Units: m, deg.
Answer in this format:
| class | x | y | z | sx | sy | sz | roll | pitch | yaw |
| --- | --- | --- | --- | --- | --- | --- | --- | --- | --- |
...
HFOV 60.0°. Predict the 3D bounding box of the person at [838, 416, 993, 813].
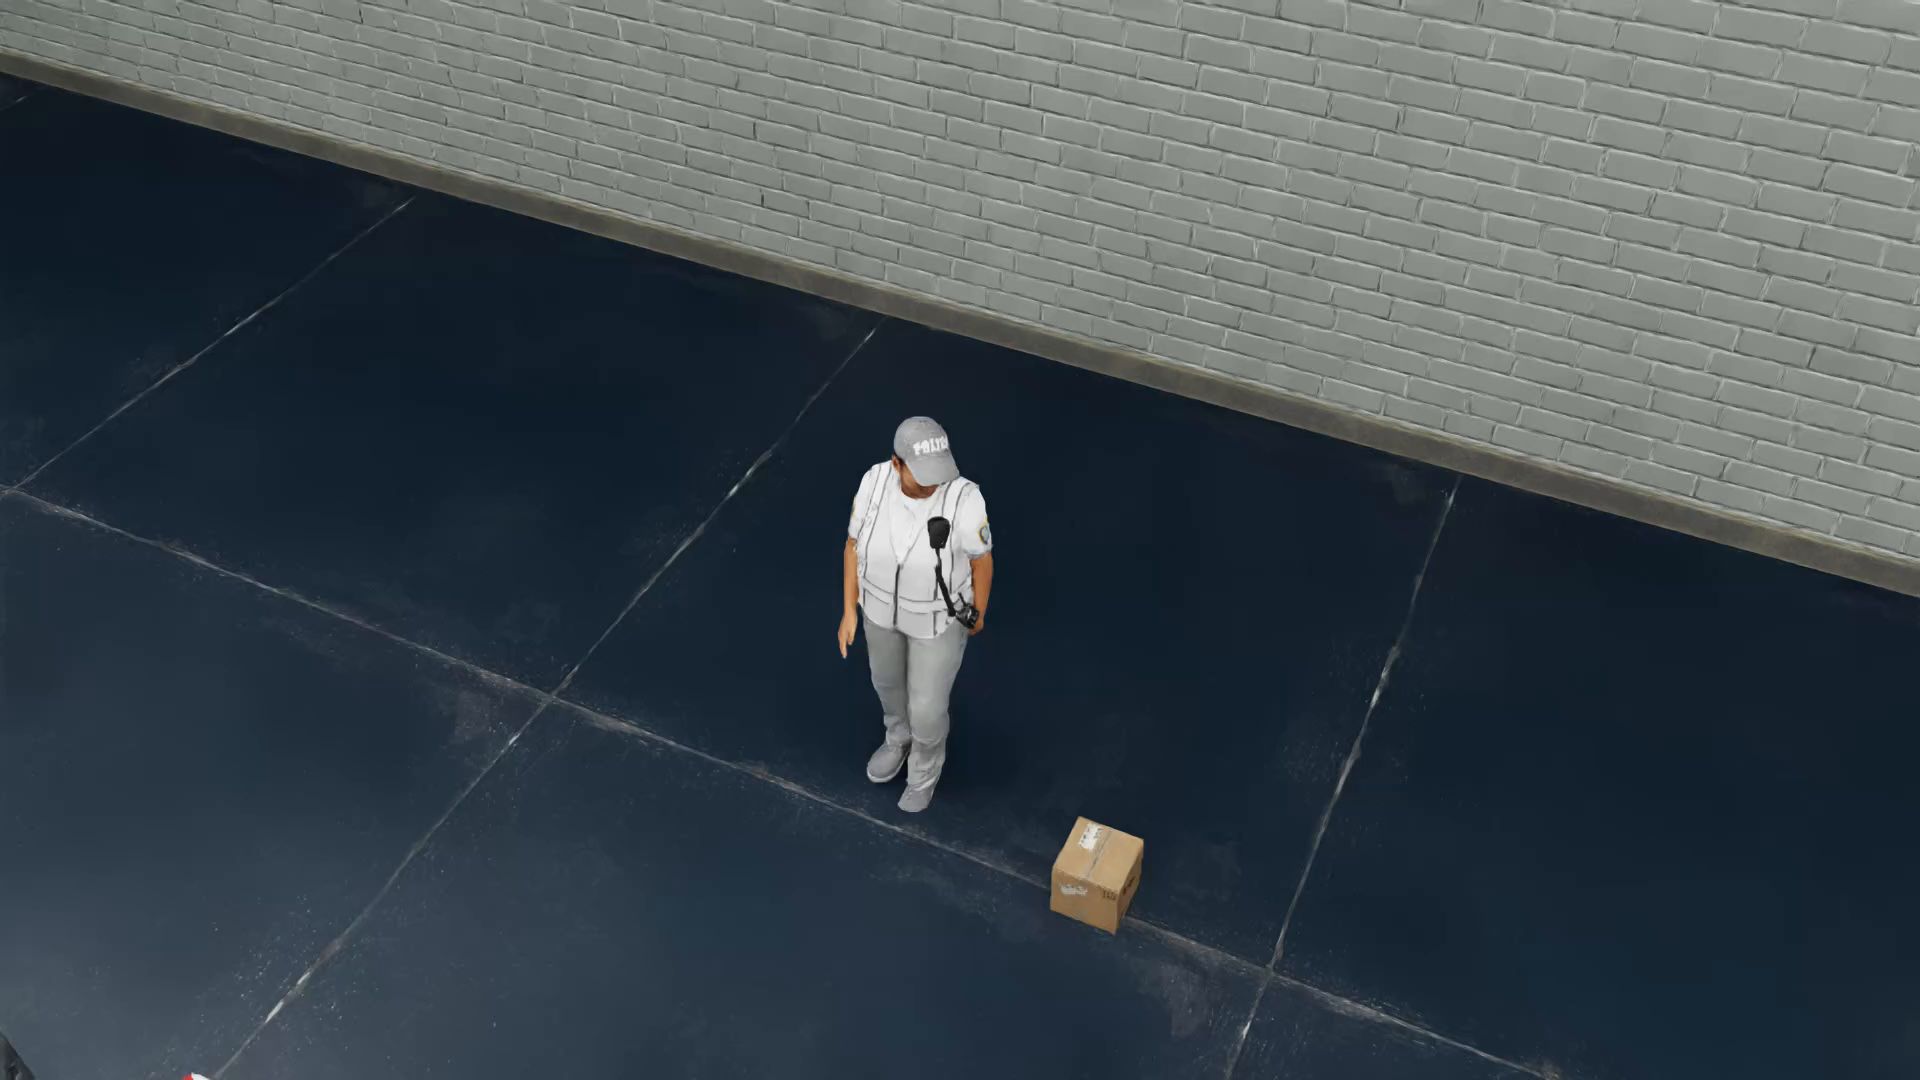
| class | x | y | z | sx | sy | sz | roll | pitch | yaw |
| --- | --- | --- | --- | --- | --- | --- | --- | --- | --- |
| person | -0.163 | 0.298 | 5.866 | 0.502 | 1.762 | 0.468 | 17 | 45 | 18 |
